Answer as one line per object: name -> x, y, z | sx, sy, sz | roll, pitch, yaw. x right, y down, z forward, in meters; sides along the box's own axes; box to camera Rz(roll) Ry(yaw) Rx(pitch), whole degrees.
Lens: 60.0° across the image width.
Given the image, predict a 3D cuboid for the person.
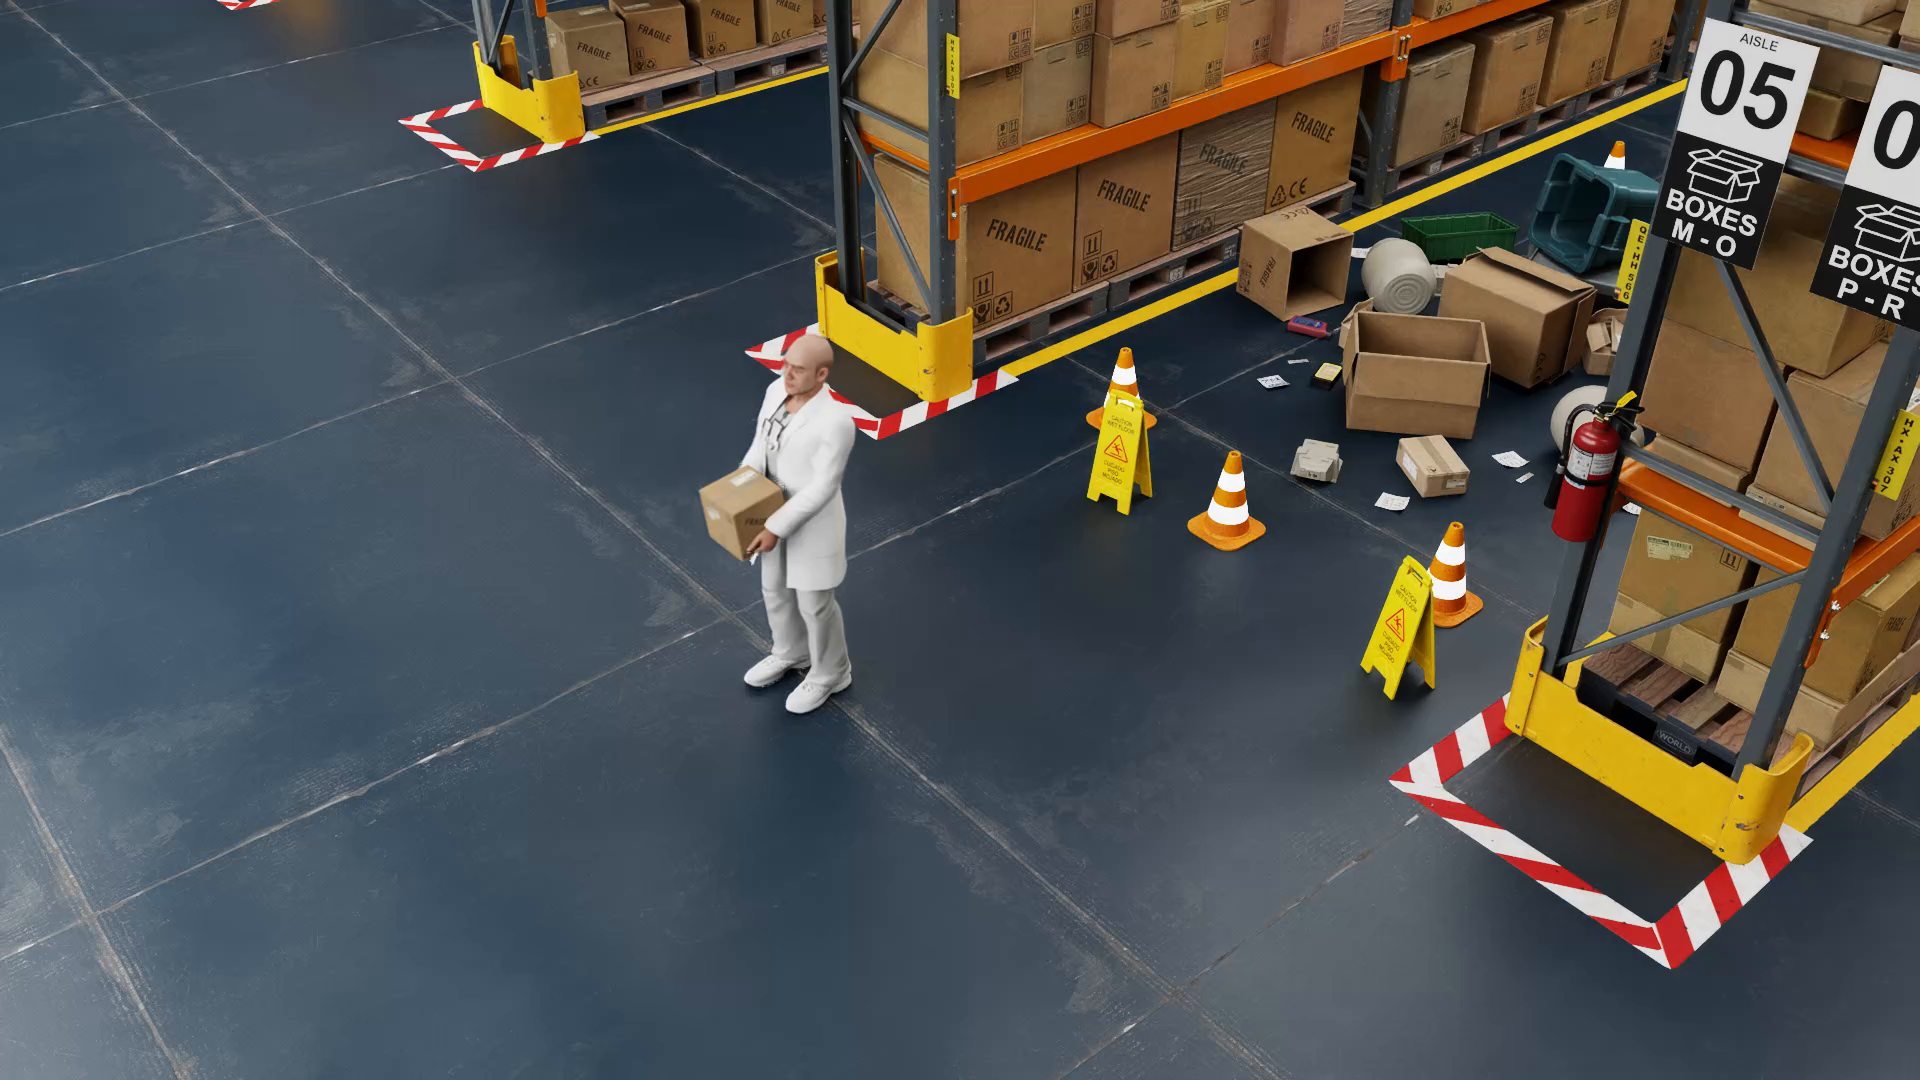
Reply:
person -> -0.754, -0.043, 7.152 | 0.554, 1.775, 0.529 | -26, 43, -32
